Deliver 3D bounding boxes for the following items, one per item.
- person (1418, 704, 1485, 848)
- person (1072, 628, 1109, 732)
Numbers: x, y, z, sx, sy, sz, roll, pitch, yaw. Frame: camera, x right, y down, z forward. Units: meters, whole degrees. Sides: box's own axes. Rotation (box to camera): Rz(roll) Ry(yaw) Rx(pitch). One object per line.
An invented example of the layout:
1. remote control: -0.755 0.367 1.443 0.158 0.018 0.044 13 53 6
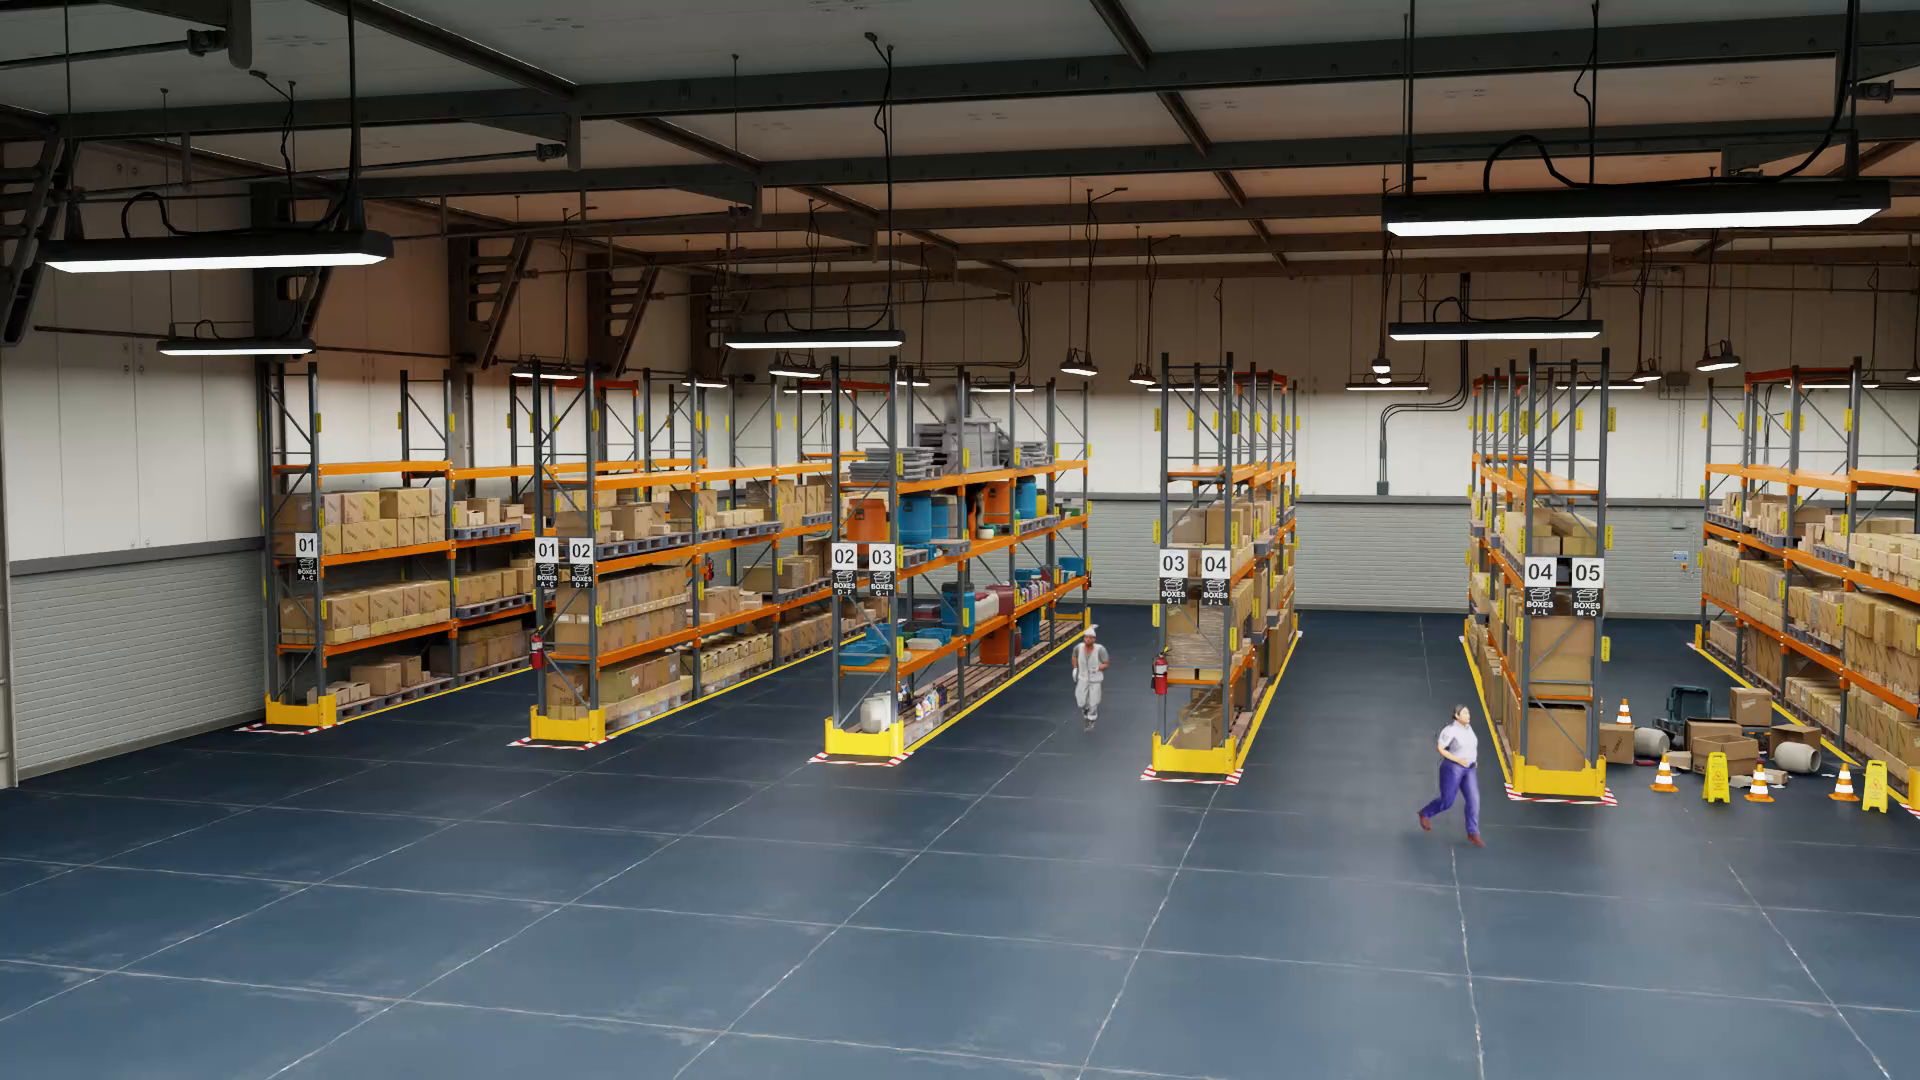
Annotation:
1. person: 5.980 2.782 19.929 0.643 1.640 0.959 -2 5 -30
2. person: 2.058 2.243 26.460 0.620 1.702 0.719 1 4 11
